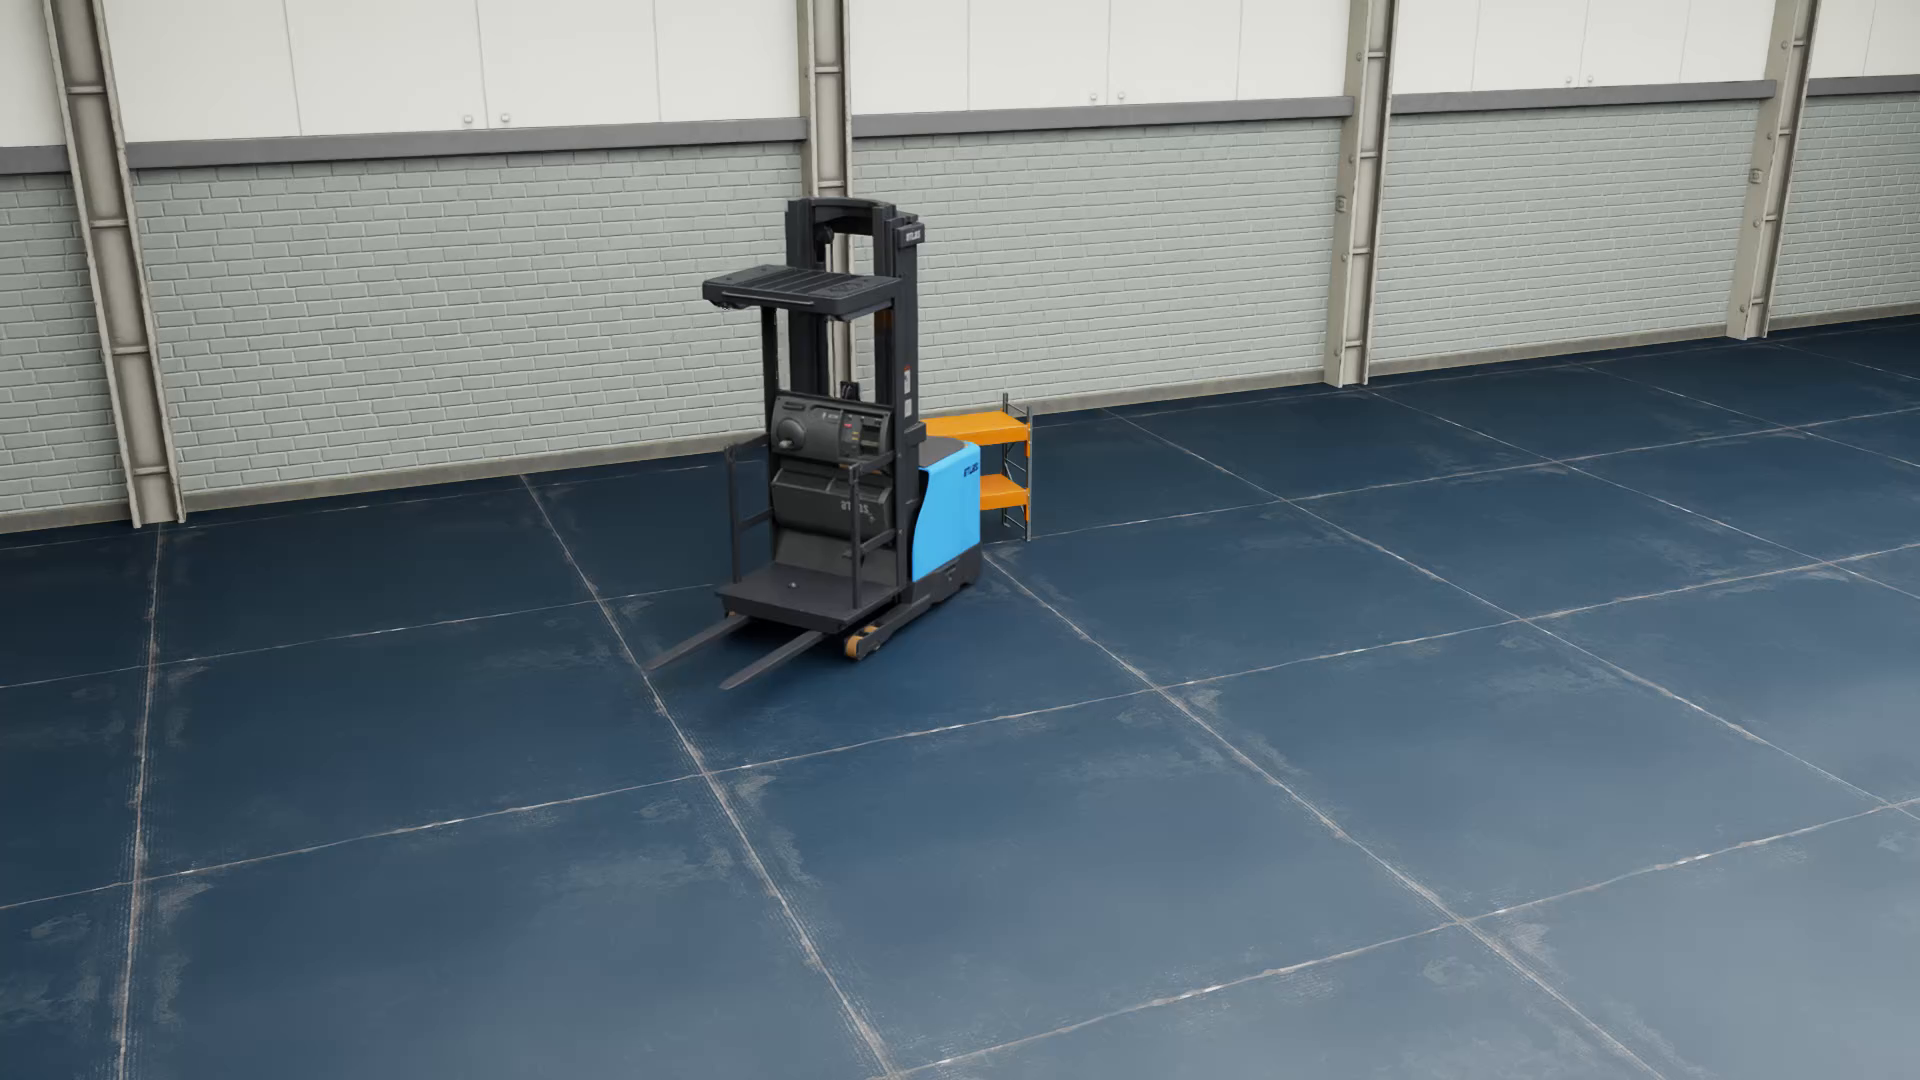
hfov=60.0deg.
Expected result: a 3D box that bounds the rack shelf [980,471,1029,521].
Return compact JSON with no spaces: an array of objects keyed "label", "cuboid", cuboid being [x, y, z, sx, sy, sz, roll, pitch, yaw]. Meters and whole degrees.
[{"label":"rack shelf","cuboid":[-0.006,-0.299,13.414,1.000,0.278,0.538,-8,21,-22]}]

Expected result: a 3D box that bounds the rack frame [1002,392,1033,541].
[{"label":"rack frame","cuboid":[0.461,-0.597,13.523,0.032,1.125,0.500,-8,21,-22]}]

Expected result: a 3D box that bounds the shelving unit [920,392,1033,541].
[{"label":"shelving unit","cuboid":[-0.006,-0.530,13.333,1.048,1.125,0.538,-8,21,-22]}]

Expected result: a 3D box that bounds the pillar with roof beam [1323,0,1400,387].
[{"label":"pillar with roof beam","cuboid":[5.985,-4.681,13.267,0.400,9.000,9.100,-8,21,-22]}]

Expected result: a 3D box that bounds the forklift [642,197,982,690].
[{"label":"forklift","cuboid":[-0.992,-0.744,11.221,1.130,2.935,3.031,10,22,27]}]

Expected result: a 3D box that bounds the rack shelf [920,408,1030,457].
[{"label":"rack shelf","cuboid":[-0.006,-0.806,13.235,1.000,0.278,0.538,-8,21,-22]}]

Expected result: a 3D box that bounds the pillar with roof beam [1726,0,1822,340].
[{"label":"pillar with roof beam","cuboid":[11.494,-5.470,15.508,0.400,9.000,9.100,-8,21,-22]}]

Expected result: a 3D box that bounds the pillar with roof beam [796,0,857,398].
[{"label":"pillar with roof beam","cuboid":[0.475,-3.892,11.025,0.400,9.000,9.100,-8,21,-22]}]

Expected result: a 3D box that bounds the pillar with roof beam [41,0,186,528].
[{"label":"pillar with roof beam","cuboid":[-5.034,-3.102,8.783,0.400,9.000,9.100,-8,21,-22]}]
